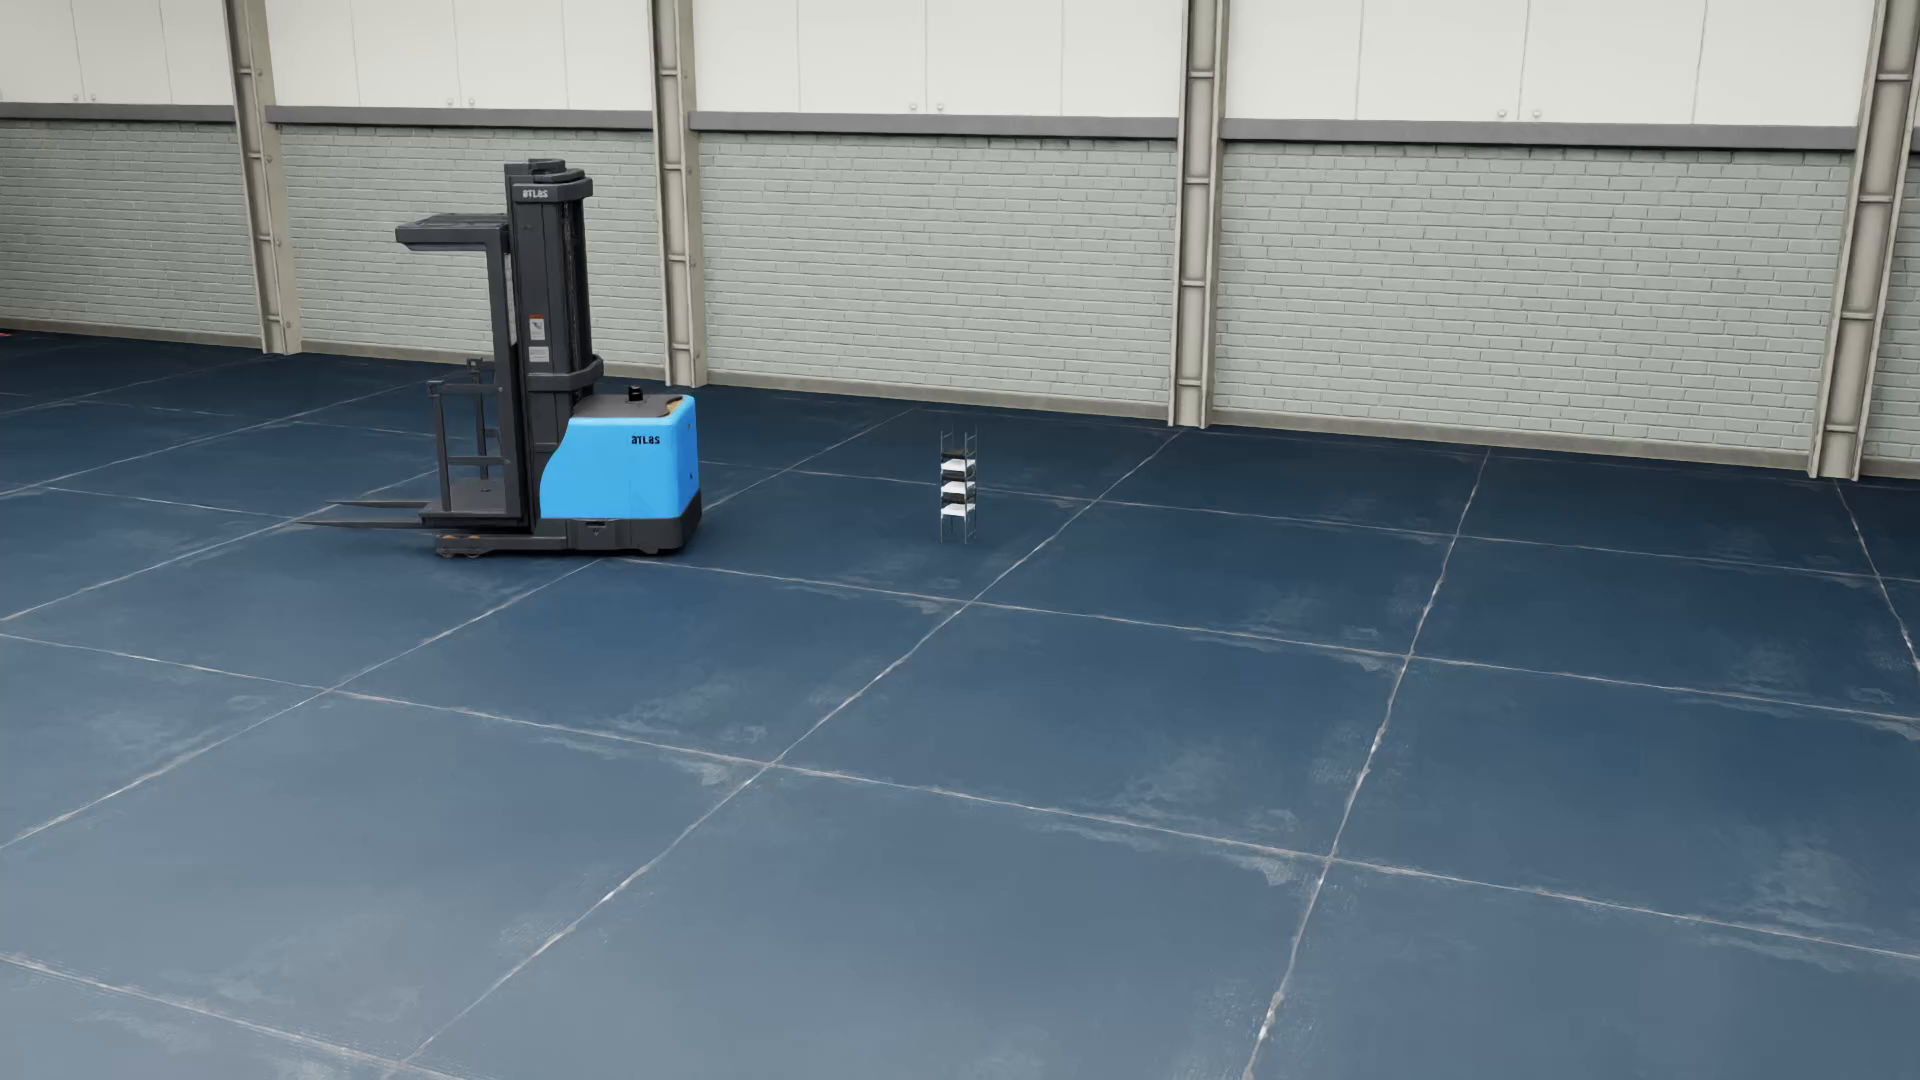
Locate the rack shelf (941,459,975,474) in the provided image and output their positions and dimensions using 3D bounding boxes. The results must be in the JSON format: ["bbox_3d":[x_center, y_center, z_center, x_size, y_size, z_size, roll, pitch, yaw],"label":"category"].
[{"bbox_3d":[-0.008,-0.574,13.010,0.200,0.077,0.258,6,17,21],"label":"rack shelf"}]

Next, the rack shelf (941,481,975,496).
[{"bbox_3d":[-0.008,-0.401,13.060,0.200,0.077,0.258,6,17,21],"label":"rack shelf"}]

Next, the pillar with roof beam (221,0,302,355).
[{"bbox_3d":[-10.348,-5.636,16.448,0.400,9.000,9.100,6,17,21],"label":"pillar with roof beam"}]

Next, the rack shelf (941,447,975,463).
[{"bbox_3d":[-0.008,-0.660,12.985,0.200,0.077,0.258,6,17,21],"label":"rack shelf"}]

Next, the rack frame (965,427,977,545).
[{"bbox_3d":[0.087,-0.423,13.015,0.006,0.900,0.240,6,17,21],"label":"rack frame"}]

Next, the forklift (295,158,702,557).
[{"bbox_3d":[-3.630,-1.421,12.812,3.031,2.935,1.130,0,16,1],"label":"forklift"}]

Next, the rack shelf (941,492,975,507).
[{"bbox_3d":[-0.008,-0.315,13.085,0.200,0.077,0.258,6,17,21],"label":"rack shelf"}]

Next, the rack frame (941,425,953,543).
[{"bbox_3d":[-0.102,-0.443,13.087,0.006,0.900,0.240,6,17,21],"label":"rack frame"}]

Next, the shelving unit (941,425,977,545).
[{"bbox_3d":[-0.008,-0.433,13.051,0.210,0.900,0.258,6,17,21],"label":"shelving unit"}]

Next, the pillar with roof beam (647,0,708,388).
[{"bbox_3d":[-4.766,-5.023,14.334,0.400,9.000,9.100,6,17,21],"label":"pillar with roof beam"}]

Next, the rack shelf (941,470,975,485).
[{"bbox_3d":[-0.008,-0.487,13.035,0.200,0.077,0.258,6,17,21],"label":"rack shelf"}]

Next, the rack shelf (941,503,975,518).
[{"bbox_3d":[-0.008,-0.228,13.111,0.200,0.077,0.258,6,17,21],"label":"rack shelf"}]

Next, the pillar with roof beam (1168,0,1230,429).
[{"bbox_3d":[0.815,-4.409,12.220,0.400,9.000,9.100,6,17,21],"label":"pillar with roof beam"}]

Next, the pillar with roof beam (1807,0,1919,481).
[{"bbox_3d":[6.397,-3.795,10.105,0.400,9.000,9.100,6,17,21],"label":"pillar with roof beam"}]
